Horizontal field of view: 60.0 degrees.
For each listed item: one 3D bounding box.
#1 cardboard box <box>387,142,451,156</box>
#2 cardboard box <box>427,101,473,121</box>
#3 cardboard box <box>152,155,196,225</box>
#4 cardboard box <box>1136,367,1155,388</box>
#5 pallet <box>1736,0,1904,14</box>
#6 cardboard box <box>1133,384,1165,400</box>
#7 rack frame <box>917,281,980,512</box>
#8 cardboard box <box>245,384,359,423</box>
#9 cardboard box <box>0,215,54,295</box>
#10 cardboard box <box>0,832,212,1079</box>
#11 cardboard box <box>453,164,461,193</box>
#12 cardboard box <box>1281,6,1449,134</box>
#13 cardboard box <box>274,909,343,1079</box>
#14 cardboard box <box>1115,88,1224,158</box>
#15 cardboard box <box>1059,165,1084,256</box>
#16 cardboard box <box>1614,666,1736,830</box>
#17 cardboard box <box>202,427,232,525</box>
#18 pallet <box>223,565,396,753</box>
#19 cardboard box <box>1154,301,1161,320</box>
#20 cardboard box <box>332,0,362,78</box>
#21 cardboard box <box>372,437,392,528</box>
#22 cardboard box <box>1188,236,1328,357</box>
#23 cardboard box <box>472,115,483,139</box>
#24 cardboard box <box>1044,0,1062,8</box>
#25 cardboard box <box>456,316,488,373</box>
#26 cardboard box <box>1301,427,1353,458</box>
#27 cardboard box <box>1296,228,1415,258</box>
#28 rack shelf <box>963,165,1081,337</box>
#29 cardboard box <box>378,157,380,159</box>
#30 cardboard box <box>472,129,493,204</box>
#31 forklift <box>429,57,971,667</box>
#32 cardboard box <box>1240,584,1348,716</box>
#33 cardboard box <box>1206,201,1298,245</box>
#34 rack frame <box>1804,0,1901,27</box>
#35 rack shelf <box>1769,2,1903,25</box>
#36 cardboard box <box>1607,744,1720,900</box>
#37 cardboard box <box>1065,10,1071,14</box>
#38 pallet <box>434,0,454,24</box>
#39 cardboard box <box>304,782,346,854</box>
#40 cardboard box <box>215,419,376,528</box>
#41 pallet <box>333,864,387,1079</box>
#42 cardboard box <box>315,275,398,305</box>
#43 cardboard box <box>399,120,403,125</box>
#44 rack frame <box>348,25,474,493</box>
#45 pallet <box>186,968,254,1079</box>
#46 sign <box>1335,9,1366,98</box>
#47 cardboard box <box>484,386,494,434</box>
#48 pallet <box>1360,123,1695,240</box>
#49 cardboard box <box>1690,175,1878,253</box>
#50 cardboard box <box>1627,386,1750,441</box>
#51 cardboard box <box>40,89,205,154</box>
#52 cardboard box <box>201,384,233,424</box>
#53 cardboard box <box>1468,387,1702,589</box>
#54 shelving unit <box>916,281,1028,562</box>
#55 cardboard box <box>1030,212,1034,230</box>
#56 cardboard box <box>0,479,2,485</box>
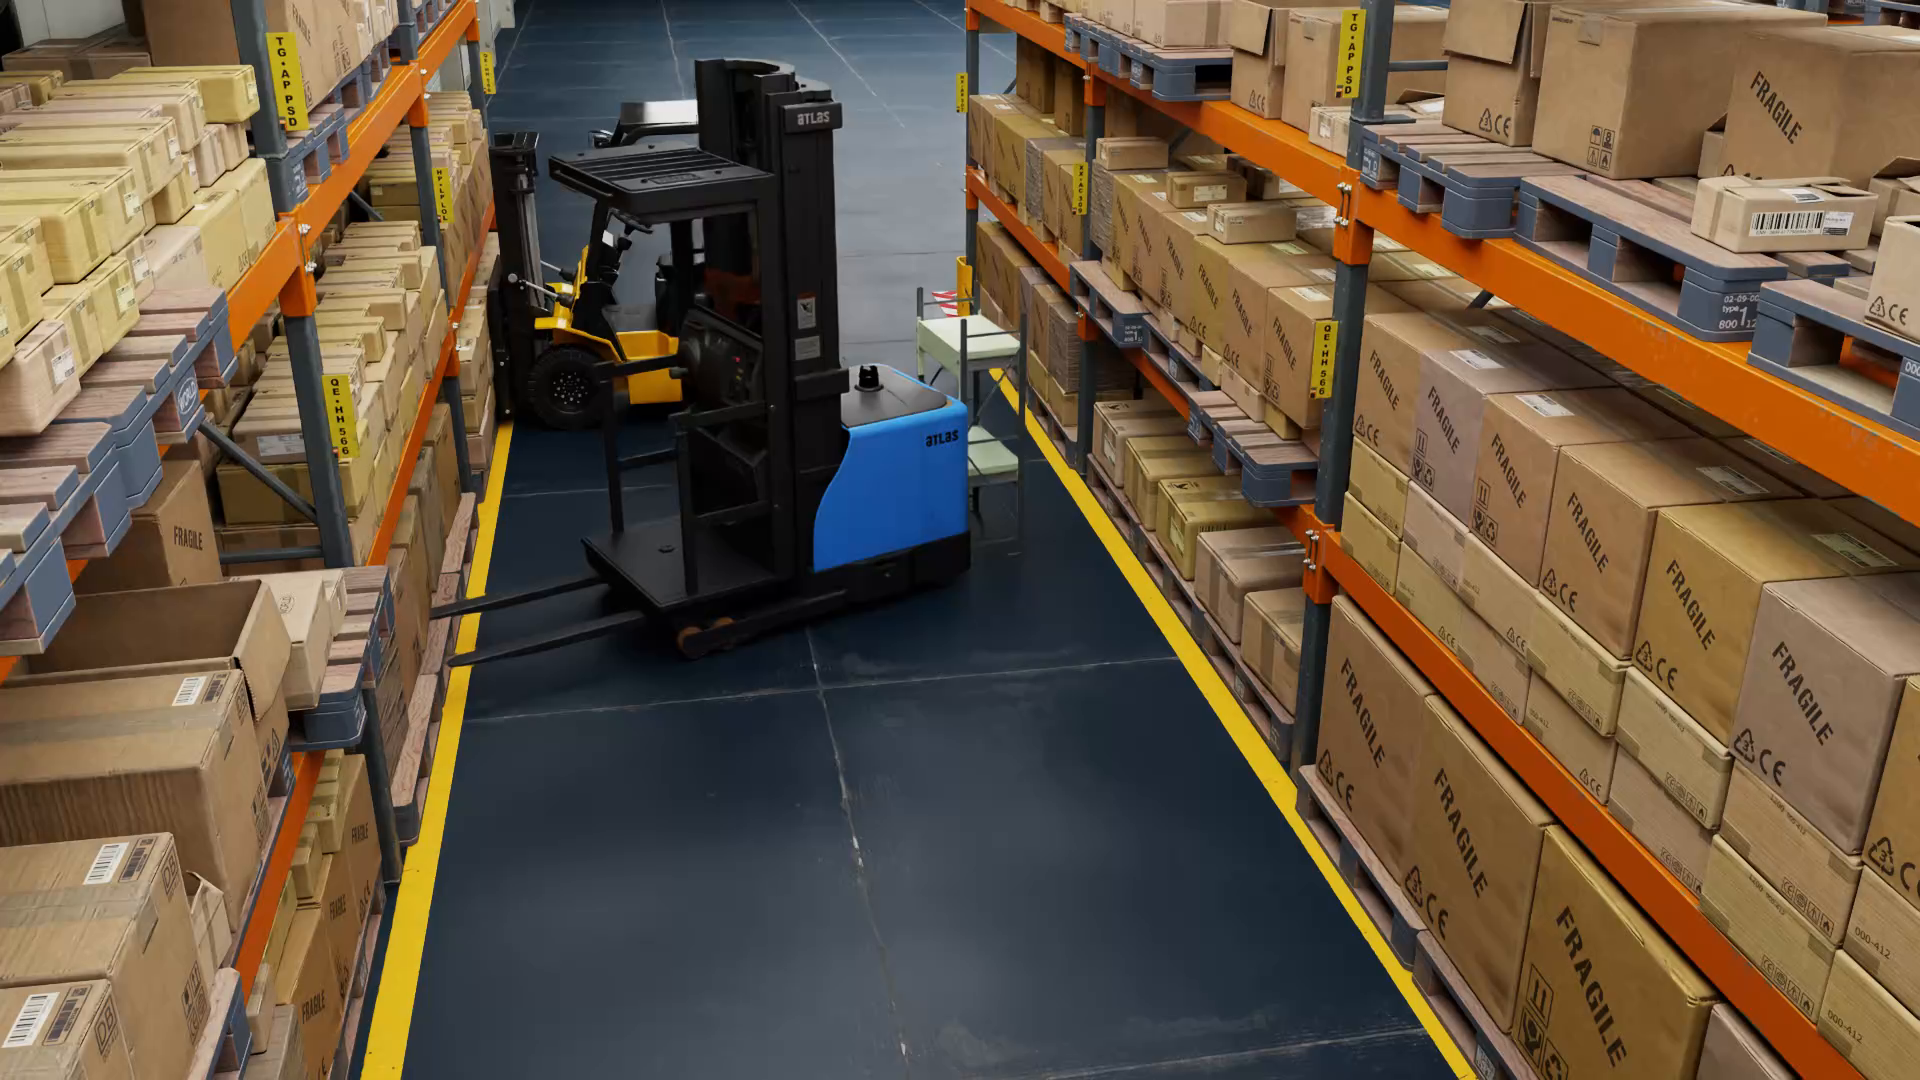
[{"bbox_3d":[-3.565,-2.526,10.979,0.380,0.149,0.250,-5,24,-11],"label":"cardboard box"},{"bbox_3d":[-3.899,-3.226,12.582,0.380,0.149,0.250,-4,24,-9],"label":"cardboard box"},{"bbox_3d":[-2.401,-0.985,4.698,0.380,0.149,0.250,-4,24,-10],"label":"cardboard box"},{"bbox_3d":[1.450,-1.391,11.662,0.500,0.500,0.500,-3,24,-7],"label":"cardboard box"},{"bbox_3d":[5.999,-3.926,11.854,1.003,0.211,1.213,-4,24,-10],"label":"pallet"},{"bbox_3d":[1.450,-1.048,11.812,0.500,0.250,0.500,-5,24,-12],"label":"cardboard box"},{"bbox_3d":[-0.069,-0.854,10.331,0.400,1.500,0.023,-9,25,-19],"label":"rack frame"},{"bbox_3d":[-2.664,-0.516,6.749,0.380,0.149,0.250,-4,24,-9],"label":"cardboard box"},{"bbox_3d":[-2.032,-0.530,3.260,0.380,0.149,0.250,-4,24,-9],"label":"cardboard box"},{"bbox_3d":[-2.070,1.004,3.555,0.700,0.500,0.500,-4,24,-9],"label":"cardboard box"},{"bbox_3d":[-3.529,-2.390,11.040,0.380,0.149,0.250,-5,24,-10],"label":"cardboard box"},{"bbox_3d":[1.868,-2.084,7.401,0.700,0.500,0.500,-4,24,-10],"label":"cardboard box"},{"bbox_3d":[-2.373,1.586,5.470,0.500,0.500,0.500,-3,24,-7],"label":"cardboard box"},{"bbox_3d":[1.425,-2.693,10.922,0.700,0.500,0.500,-5,24,-10],"label":"cardboard box"},{"bbox_3d":[0.967,-2.202,11.047,0.500,0.500,0.500,-5,24,-11],"label":"cardboard box"},{"bbox_3d":[2.251,0.568,4.764,0.500,0.250,0.500,-4,24,-8],"label":"cardboard box"},{"bbox_3d":[-3.200,-0.237,6.609,0.500,0.250,0.500,-4,24,-9],"label":"cardboard box"},{"bbox_3d":[-2.650,0.428,5.761,1.213,0.211,1.003,-4,24,-10],"label":"pallet"},{"bbox_3d":[1.301,-1.293,9.253,0.380,0.149,0.250,-4,24,-9],"label":"cardboard box"},{"bbox_3d":[-2.927,-2.283,7.207,0.500,0.500,0.500,-4,24,-8],"label":"cardboard box"},{"bbox_3d":[-2.774,-0.243,7.246,0.500,0.250,0.500,-5,24,-11],"label":"cardboard box"},{"bbox_3d":[1.475,-1.224,8.283,0.500,0.500,0.500,-6,24,-13],"label":"cardboard box"},{"bbox_3d":[-3.907,-3.197,12.886,0.380,0.149,0.250,-4,24,-9],"label":"cardboard box"},{"bbox_3d":[0.853,-3.658,10.945,0.500,0.250,0.500,-5,24,-11],"label":"cardboard box"},{"bbox_3d":[-3.449,-1.300,11.141,0.500,0.250,0.500,-4,24,-10],"label":"cardboard box"},{"bbox_3d":[1.741,-0.479,7.387,0.380,0.149,0.250,-3,24,-8],"label":"cardboard box"},{"bbox_3d":[1.970,-1.271,8.392,0.500,0.500,0.500,-4,24,-9],"label":"cardboard box"},{"bbox_3d":[0.924,-2.320,12.713,1.077,0.370,4.000,-4,24,-10],"label":"rack shelf"},{"bbox_3d":[-4.181,-2.551,11.408,0.380,0.149,0.250,-5,24,-11],"label":"cardboard box"},{"bbox_3d":[-3.974,-2.939,13.107,0.500,0.500,0.500,-5,24,-11],"label":"cardboard box"},{"bbox_3d":[-1.451,-0.956,8.777,3.031,2.935,1.130,-15,28,-30],"label":"forklift"},{"bbox_3d":[1.939,0.499,8.118,0.950,0.372,0.625,-6,24,-13],"label":"cardboard box"},{"bbox_3d":[1.454,-1.584,8.298,0.380,0.149,0.250,-5,24,-12],"label":"cardboard box"},{"bbox_3d":[6.140,-2.269,11.698,1.000,3.000,0.127,-4,24,-10],"label":"rack frame"},{"bbox_3d":[5.770,-4.101,13.043,1.077,0.370,4.000,-4,24,-10],"label":"rack shelf"},{"bbox_3d":[2.275,0.794,4.871,0.500,0.250,0.500,-5,24,-11],"label":"cardboard box"},{"bbox_3d":[0.904,-3.429,10.919,0.380,0.149,0.250,-4,24,-9],"label":"cardboard box"},{"bbox_3d":[-3.989,-3.641,11.201,1.003,0.211,1.213,-4,24,-10],"label":"pallet"},{"bbox_3d":[-2.423,1.015,5.965,0.380,0.149,0.250,-6,24,-12],"label":"cardboard box"},{"bbox_3d":[-2.661,-0.276,6.697,0.500,0.250,0.500,-4,24,-10],"label":"cardboard box"},{"bbox_3d":[-2.743,1.653,6.201,1.003,0.211,1.213,-4,24,-10],"label":"pallet"},{"bbox_3d":[-3.037,-1.219,8.358,0.380,0.149,0.250,-4,24,-9],"label":"cardboard box"},{"bbox_3d":[-4.393,-3.191,12.501,0.380,0.149,0.250,-4,24,-9],"label":"cardboard box"},{"bbox_3d":[-3.584,-1.494,9.924,1.000,3.000,0.127,-4,24,-10],"label":"rack frame"},{"bbox_3d":[-2.145,1.418,3.495,1.003,0.211,1.213,-4,24,-10],"label":"pallet"},{"bbox_3d":[1.500,-1.862,6.372,0.100,0.325,0.005,-4,24,-10],"label":"sign"},{"bbox_3d":[-3.457,-0.840,11.337,0.500,0.250,0.500,-5,24,-11],"label":"cardboard box"},{"bbox_3d":[2.205,-1.329,6.032,1.213,0.211,1.003,-3,24,-7],"label":"pallet"},{"bbox_3d":[2.276,-0.909,4.603,0.380,0.166,0.250,-2,24,-5],"label":"cardboard box"},{"bbox_3d":[2.574,-0.213,5.615,0.500,0.500,0.500,-4,24,-10],"label":"cardboard box"},{"bbox_3d":[-2.446,-1.220,4.867,0.380,0.149,0.250,-5,24,-11],"label":"cardboard box"},{"bbox_3d":[-3.249,-0.578,6.890,0.380,0.149,0.250,-4,24,-10],"label":"cardboard box"},{"bbox_3d":[2.066,-0.183,5.546,0.500,0.500,0.500,-4,24,-8],"label":"cardboard box"},{"bbox_3d":[0.061,-0.717,10.017,0.431,1.500,0.755,-9,25,-19],"label":"shelving unit"},{"bbox_3d":[0.726,-2.354,12.206,0.380,0.149,0.250,-5,24,-11],"label":"cardboard box"},{"bbox_3d":[-1.782,-0.097,2.640,0.380,0.149,0.250,-4,24,-9],"label":"cardboard box"}]
